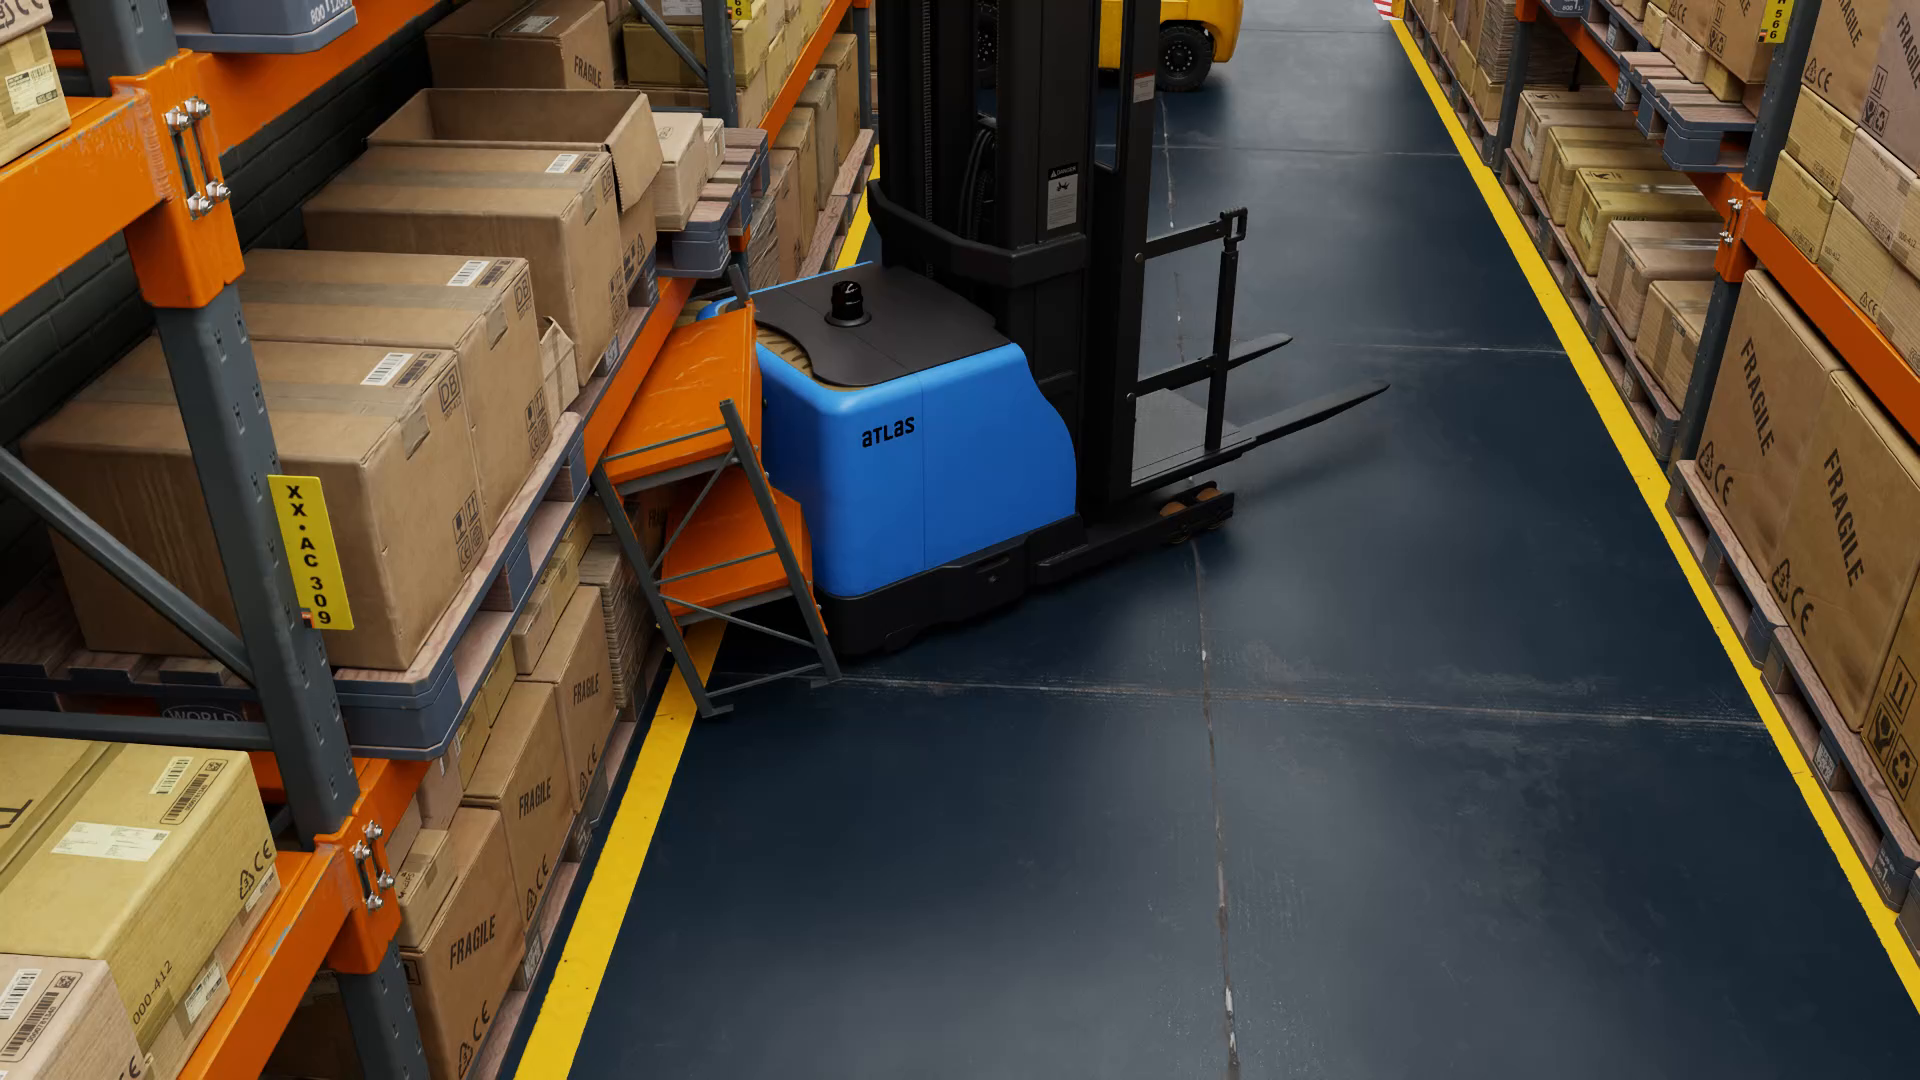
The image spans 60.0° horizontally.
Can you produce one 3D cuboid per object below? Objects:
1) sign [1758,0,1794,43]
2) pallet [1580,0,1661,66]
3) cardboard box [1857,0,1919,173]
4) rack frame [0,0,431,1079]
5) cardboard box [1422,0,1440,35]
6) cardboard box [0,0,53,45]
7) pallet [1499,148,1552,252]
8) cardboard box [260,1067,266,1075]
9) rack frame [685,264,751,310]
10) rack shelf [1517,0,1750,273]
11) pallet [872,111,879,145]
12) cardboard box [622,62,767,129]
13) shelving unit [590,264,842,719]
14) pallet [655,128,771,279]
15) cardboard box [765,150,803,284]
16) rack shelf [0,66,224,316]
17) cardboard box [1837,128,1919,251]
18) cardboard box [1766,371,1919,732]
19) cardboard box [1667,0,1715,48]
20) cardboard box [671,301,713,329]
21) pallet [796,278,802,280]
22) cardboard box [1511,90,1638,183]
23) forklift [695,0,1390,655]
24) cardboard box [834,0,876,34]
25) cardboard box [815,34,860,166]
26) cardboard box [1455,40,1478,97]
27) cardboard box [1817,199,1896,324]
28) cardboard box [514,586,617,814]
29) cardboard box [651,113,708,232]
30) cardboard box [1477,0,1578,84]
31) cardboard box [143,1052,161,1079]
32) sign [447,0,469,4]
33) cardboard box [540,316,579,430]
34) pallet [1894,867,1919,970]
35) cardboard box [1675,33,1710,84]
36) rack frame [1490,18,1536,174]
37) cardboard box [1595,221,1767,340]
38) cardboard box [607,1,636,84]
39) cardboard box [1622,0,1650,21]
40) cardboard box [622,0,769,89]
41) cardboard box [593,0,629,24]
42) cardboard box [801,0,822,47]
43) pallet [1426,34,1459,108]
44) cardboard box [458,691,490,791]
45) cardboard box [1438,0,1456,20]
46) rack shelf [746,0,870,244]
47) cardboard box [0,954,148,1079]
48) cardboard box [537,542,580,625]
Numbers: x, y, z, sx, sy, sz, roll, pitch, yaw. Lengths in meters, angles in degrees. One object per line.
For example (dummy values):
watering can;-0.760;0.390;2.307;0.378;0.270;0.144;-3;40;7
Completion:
sign;3.009;-1.983;6.081;0.100;0.325;0.005;2;32;4
pallet;3.671;-2.461;8.067;1.003;0.211;1.213;2;32;4
cardboard box;3.236;-1.467;5.223;0.500;0.500;0.500;3;32;4
rack frame;-1.720;0.376;3.281;0.949;2.616;0.053;2;32;4
cardboard box;3.811;-4.021;12.636;0.500;0.250;0.500;4;32;6
cardboard box;-1.513;-0.701;2.029;0.500;0.250;0.500;3;32;4
pallet;3.814;-2.003;9.799;1.003;0.211;1.213;2;32;4
cardboard box;-1.978;0.992;4.264;0.500;0.500;0.500;2;32;4
rack frame;-0.884;-0.461;6.229;0.500;1.125;0.032;-16;33;4
rack shelf;3.713;-2.245;8.220;1.077;0.370;4.000;2;32;4
pallet;-0.965;-3.034;11.472;1.003;0.211;1.213;2;32;4
cardboard box;-1.118;-1.874;7.074;0.500;0.250;0.500;3;32;4
shelving unit;-0.836;-0.186;5.805;0.538;1.125;1.048;-16;33;4
pallet;-1.383;-1.277;6.145;1.213;0.211;1.003;2;32;4
cardboard box;-1.288;-1.551;8.271;0.875;0.625;0.625;3;32;6
rack shelf;-1.886;0.451;0.986;1.077;0.370;4.000;2;32;4
cardboard box;3.220;-1.130;5.391;0.500;0.250;0.500;3;32;5
cardboard box;3.334;0.044;5.445;0.875;0.875;0.875;3;32;5
cardboard box;3.341;-2.374;6.964;0.500;0.500;0.500;2;32;3
cardboard box;-1.185;-0.837;6.614;0.380;0.149;0.250;1;32;2
pallet;-1.291;-0.957;8.102;1.003;0.211;1.213;2;32;4
cardboard box;3.836;-2.383;9.862;0.950;0.372;0.625;3;32;5
forklift;0.508;-1.438;6.290;3.031;2.935;1.130;-21;37;-30
cardboard box;-0.720;-3.481;10.807;0.500;0.250;0.500;2;32;3
cardboard box;-1.103;-2.702;10.138;0.875;0.625;0.625;4;32;6
cardboard box;3.689;-3.205;11.312;0.500;0.250;0.500;2;32;3
cardboard box;3.235;-0.927;5.539;0.500;0.250;0.500;2;32;3
cardboard box;-1.381;0.478;5.097;0.500;0.500;0.500;2;32;3
cardboard box;-1.161;-1.265;5.687;0.500;0.250;0.500;1;32;2
cardboard box;3.657;-3.246;10.663;0.500;0.500;0.500;2;32;3
cardboard box;-1.494;0.934;2.614;0.380;0.149;0.250;3;32;5
sign;-1.951;-2.231;6.407;0.100;0.325;0.005;2;32;4
cardboard box;-1.227;-0.456;4.358;0.396;0.266;0.258;4;32;6
pallet;3.212;1.366;4.332;1.003;0.211;1.213;2;32;4
cardboard box;3.268;-2.036;7.034;0.380;0.149;0.250;2;32;4
rack frame;3.876;-3.597;9.728;1.000;3.000;0.127;2;32;4
cardboard box;3.658;-1.247;8.019;0.950;0.372;0.625;2;32;3
cardboard box;-1.638;-2.111;6.984;0.500;0.250;0.500;3;32;5
cardboard box;3.390;-2.573;7.905;0.380;0.149;0.250;1;32;2
cardboard box;-1.093;-2.085;6.941;0.500;0.250;0.500;2;32;4
cardboard box;-1.573;-2.213;6.769;0.380;0.149;0.250;3;32;6
cardboard box;-0.993;-2.677;8.378;0.500;0.250;0.500;3;32;6
pallet;3.992;-3.403;12.070;1.003;0.211;1.213;2;32;4
cardboard box;-1.474;0.526;4.401;0.380;0.149;0.250;1;32;1
cardboard box;3.772;-4.058;11.982;0.500;0.500;0.500;3;32;5
rack shelf;-1.234;-2.455;8.561;1.077;0.370;4.000;2;32;4
cardboard box;-1.547;0.852;2.367;0.500;0.250;0.500;3;32;4
cardboard box;-1.385;0.123;5.055;0.380;0.149;0.250;4;32;6
